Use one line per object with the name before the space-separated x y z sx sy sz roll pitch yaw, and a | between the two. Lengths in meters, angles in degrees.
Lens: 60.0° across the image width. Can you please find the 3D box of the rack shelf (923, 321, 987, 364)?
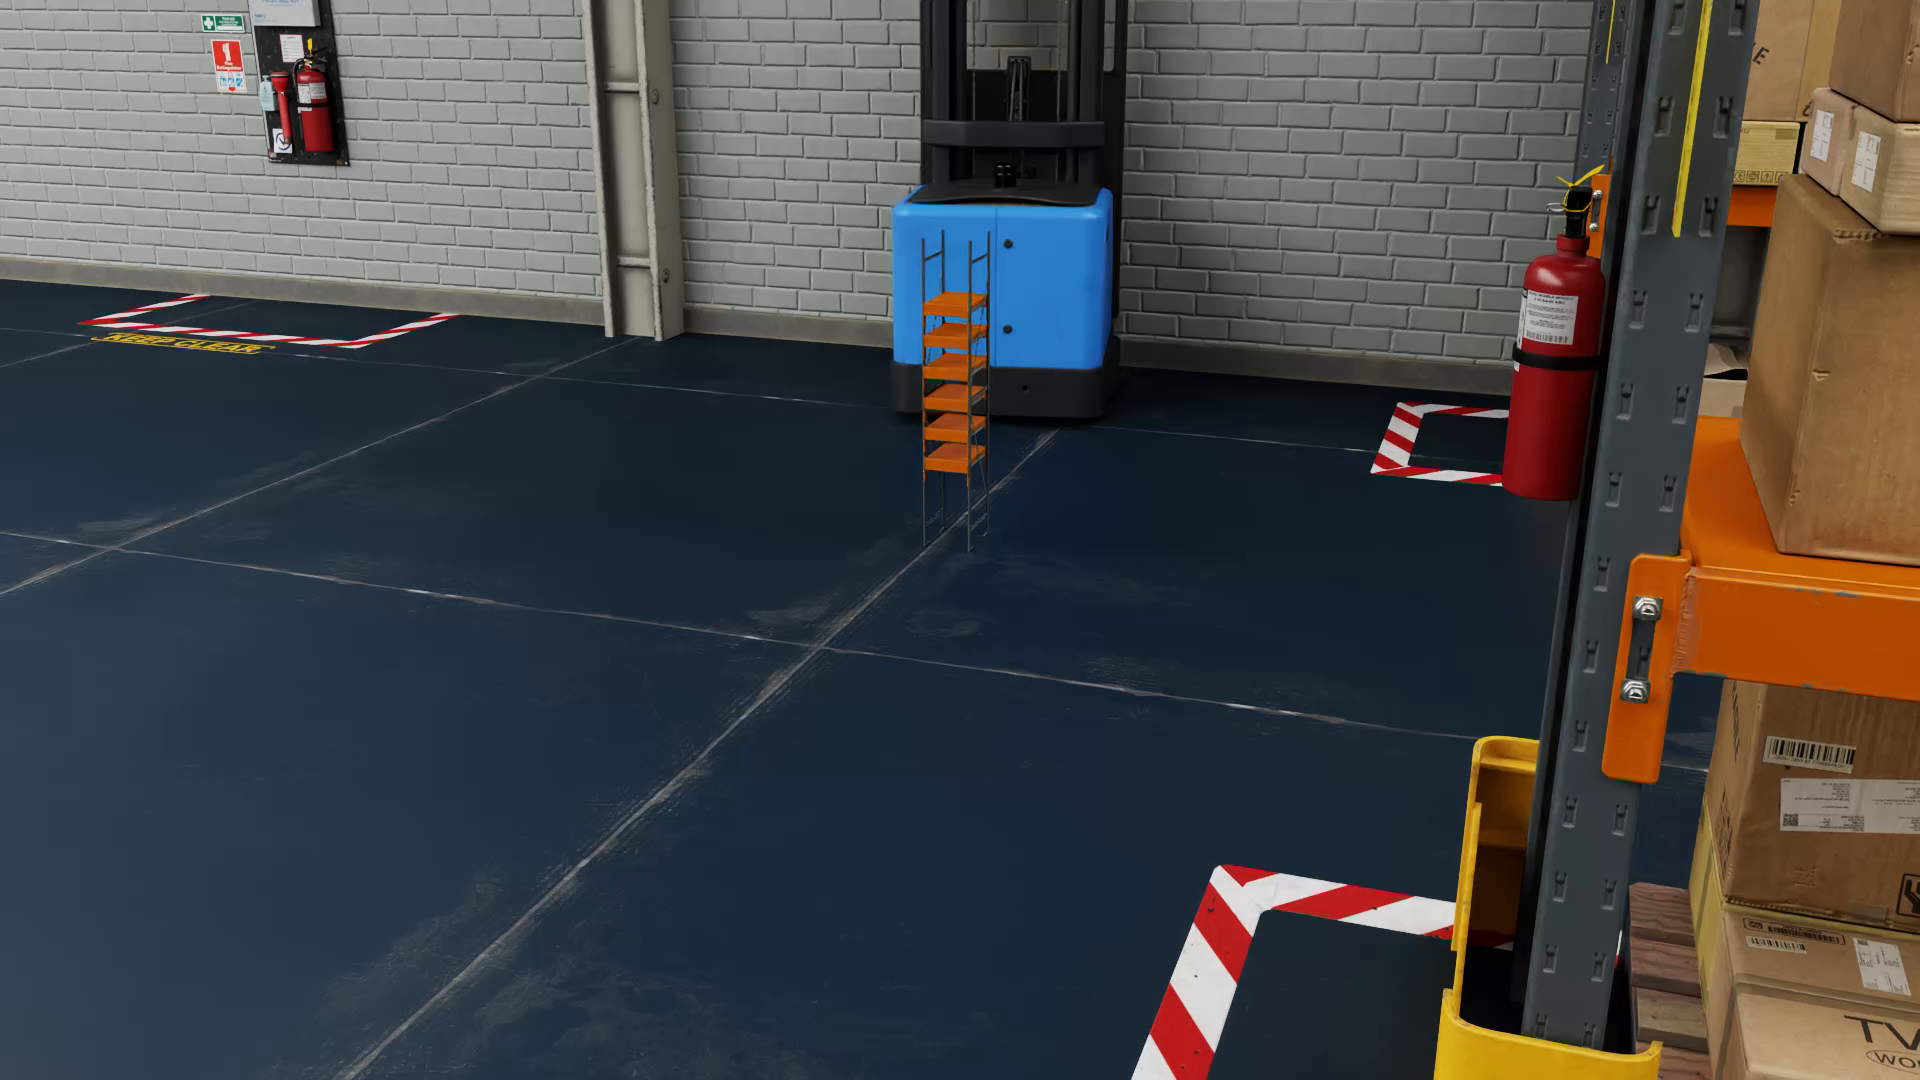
rack shelf | -0.014 -0.753 6.319 0.180 0.103 0.258 7 20 18

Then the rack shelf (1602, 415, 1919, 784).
rack shelf | 3.062 0.254 2.384 4.000 0.370 1.077 7 20 18

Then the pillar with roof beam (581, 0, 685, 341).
pillar with roof beam | -3.340 -4.178 4.892 0.400 9.000 9.100 7 20 18

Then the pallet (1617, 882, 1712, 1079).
pallet | 1.909 1.084 3.145 1.213 0.211 1.003 7 20 18

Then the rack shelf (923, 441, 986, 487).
rack shelf | -0.014 -0.300 6.477 0.180 0.103 0.258 7 20 18

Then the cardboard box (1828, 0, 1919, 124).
cardboard box | 1.660 -0.902 2.483 0.500 0.500 0.700 7 20 18

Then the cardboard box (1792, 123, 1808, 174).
cardboard box | 3.647 -1.578 6.744 0.500 0.250 0.500 6 20 16

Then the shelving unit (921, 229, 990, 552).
shelving unit | -0.014 -0.568 6.383 0.189 1.200 0.258 7 20 18

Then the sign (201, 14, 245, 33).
sign | -4.736 -3.318 10.680 0.331 0.109 0.001 7 20 18

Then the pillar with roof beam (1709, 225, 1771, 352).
pillar with roof beam | 2.327 -3.530 3.032 0.400 9.000 9.100 7 20 18

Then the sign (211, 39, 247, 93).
sign | -4.738 -3.071 10.776 0.234 0.329 0.001 7 20 18

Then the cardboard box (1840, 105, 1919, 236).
cardboard box | 1.473 -0.546 2.448 0.250 0.149 0.380 6 20 18

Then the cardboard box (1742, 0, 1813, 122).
cardboard box | 3.147 -1.990 6.787 0.500 0.500 0.500 7 20 18

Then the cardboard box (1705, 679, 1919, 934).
cardboard box | 1.777 0.409 3.245 0.500 0.500 0.500 7 20 18

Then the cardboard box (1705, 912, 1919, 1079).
cardboard box | 1.607 0.925 2.904 0.500 0.250 0.500 7 20 18

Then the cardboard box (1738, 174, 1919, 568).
cardboard box | 1.610 -0.295 2.713 0.500 0.500 0.700 7 20 18

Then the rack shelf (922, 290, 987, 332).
rack shelf | -0.014 -0.866 6.279 0.180 0.103 0.258 7 20 18

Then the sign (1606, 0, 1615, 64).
sign | 2.617 -2.083 6.679 0.005 0.325 0.100 7 20 18

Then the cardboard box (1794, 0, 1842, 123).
cardboard box | 3.611 -1.934 6.625 0.500 0.500 0.500 7 20 18

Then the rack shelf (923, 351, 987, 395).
rack shelf | -0.014 -0.639 6.358 0.180 0.103 0.258 7 20 18

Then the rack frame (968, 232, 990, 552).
rack frame | 0.073 -0.558 6.355 0.006 1.200 0.240 7 20 18

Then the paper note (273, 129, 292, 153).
paper note | -4.394 -2.587 10.780 0.142 0.148 0.016 7 20 18

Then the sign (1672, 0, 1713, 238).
sign | 0.985 -0.576 2.237 0.005 0.325 0.100 7 20 18

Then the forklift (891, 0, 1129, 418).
forklift | 0.365 -2.416 9.053 1.130 2.935 3.031 2 19 7

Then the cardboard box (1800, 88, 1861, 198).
cardboard box | 1.596 -0.673 2.814 0.250 0.149 0.380 6 20 17

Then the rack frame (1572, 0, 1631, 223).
rack frame | 2.795 -1.843 7.305 0.127 3.000 1.000 7 20 18

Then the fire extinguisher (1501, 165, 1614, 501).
fire extinguisher | 1.214 -0.423 3.349 0.183 0.674 0.296 7 20 18

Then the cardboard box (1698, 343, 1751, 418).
cardboard box | 3.419 -0.678 7.381 0.500 0.311 0.500 4 20 12

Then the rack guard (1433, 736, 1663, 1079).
rack guard | 1.150 0.876 3.304 0.348 0.500 1.175 7 20 18

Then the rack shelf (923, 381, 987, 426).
rack shelf | -0.014 -0.526 6.398 0.180 0.103 0.258 7 20 18

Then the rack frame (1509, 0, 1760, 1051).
rack frame | 1.173 -0.302 2.885 0.127 3.000 1.000 7 20 18

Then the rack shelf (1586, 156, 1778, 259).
rack shelf | 4.684 -1.287 6.804 4.000 0.370 1.077 7 20 18

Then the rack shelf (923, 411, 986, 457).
rack shelf | -0.014 -0.413 6.437 0.180 0.103 0.258 7 20 18

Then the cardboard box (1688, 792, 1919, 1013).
cardboard box | 1.776 0.764 3.366 0.500 0.250 0.500 7 20 18

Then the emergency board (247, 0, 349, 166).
emergency board | -4.249 -2.963 10.519 0.643 1.169 0.194 7 20 18

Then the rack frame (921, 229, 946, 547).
rack frame | -0.100 -0.578 6.412 0.006 1.200 0.240 7 20 18

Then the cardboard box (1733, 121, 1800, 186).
cardboard box | 3.152 -1.630 6.892 0.500 0.250 0.500 6 20 16
